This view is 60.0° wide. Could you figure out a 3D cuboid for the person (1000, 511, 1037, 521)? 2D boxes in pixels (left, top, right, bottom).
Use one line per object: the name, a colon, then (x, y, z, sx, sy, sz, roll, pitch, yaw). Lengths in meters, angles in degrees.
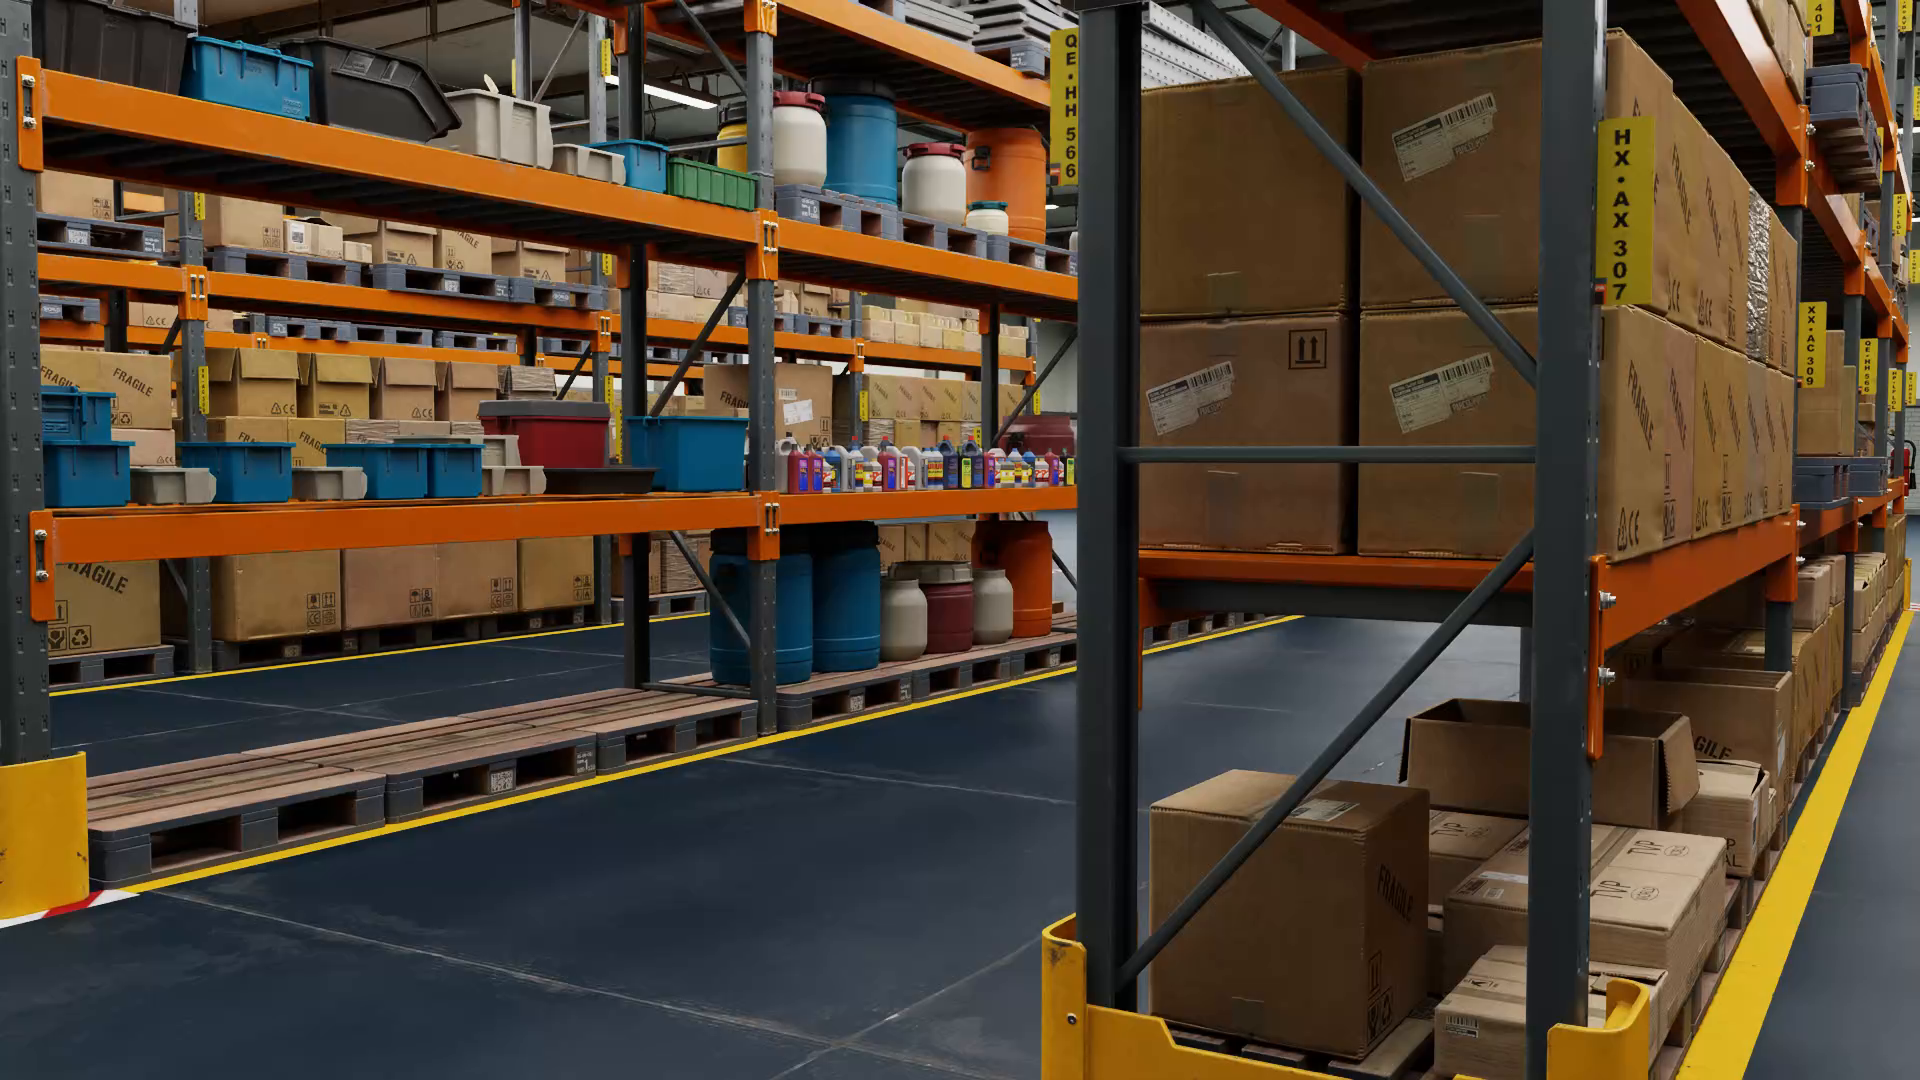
person: (0.500, -0.089, 14.617, 0.432, 1.748, 0.585, 2, 3, 31)
